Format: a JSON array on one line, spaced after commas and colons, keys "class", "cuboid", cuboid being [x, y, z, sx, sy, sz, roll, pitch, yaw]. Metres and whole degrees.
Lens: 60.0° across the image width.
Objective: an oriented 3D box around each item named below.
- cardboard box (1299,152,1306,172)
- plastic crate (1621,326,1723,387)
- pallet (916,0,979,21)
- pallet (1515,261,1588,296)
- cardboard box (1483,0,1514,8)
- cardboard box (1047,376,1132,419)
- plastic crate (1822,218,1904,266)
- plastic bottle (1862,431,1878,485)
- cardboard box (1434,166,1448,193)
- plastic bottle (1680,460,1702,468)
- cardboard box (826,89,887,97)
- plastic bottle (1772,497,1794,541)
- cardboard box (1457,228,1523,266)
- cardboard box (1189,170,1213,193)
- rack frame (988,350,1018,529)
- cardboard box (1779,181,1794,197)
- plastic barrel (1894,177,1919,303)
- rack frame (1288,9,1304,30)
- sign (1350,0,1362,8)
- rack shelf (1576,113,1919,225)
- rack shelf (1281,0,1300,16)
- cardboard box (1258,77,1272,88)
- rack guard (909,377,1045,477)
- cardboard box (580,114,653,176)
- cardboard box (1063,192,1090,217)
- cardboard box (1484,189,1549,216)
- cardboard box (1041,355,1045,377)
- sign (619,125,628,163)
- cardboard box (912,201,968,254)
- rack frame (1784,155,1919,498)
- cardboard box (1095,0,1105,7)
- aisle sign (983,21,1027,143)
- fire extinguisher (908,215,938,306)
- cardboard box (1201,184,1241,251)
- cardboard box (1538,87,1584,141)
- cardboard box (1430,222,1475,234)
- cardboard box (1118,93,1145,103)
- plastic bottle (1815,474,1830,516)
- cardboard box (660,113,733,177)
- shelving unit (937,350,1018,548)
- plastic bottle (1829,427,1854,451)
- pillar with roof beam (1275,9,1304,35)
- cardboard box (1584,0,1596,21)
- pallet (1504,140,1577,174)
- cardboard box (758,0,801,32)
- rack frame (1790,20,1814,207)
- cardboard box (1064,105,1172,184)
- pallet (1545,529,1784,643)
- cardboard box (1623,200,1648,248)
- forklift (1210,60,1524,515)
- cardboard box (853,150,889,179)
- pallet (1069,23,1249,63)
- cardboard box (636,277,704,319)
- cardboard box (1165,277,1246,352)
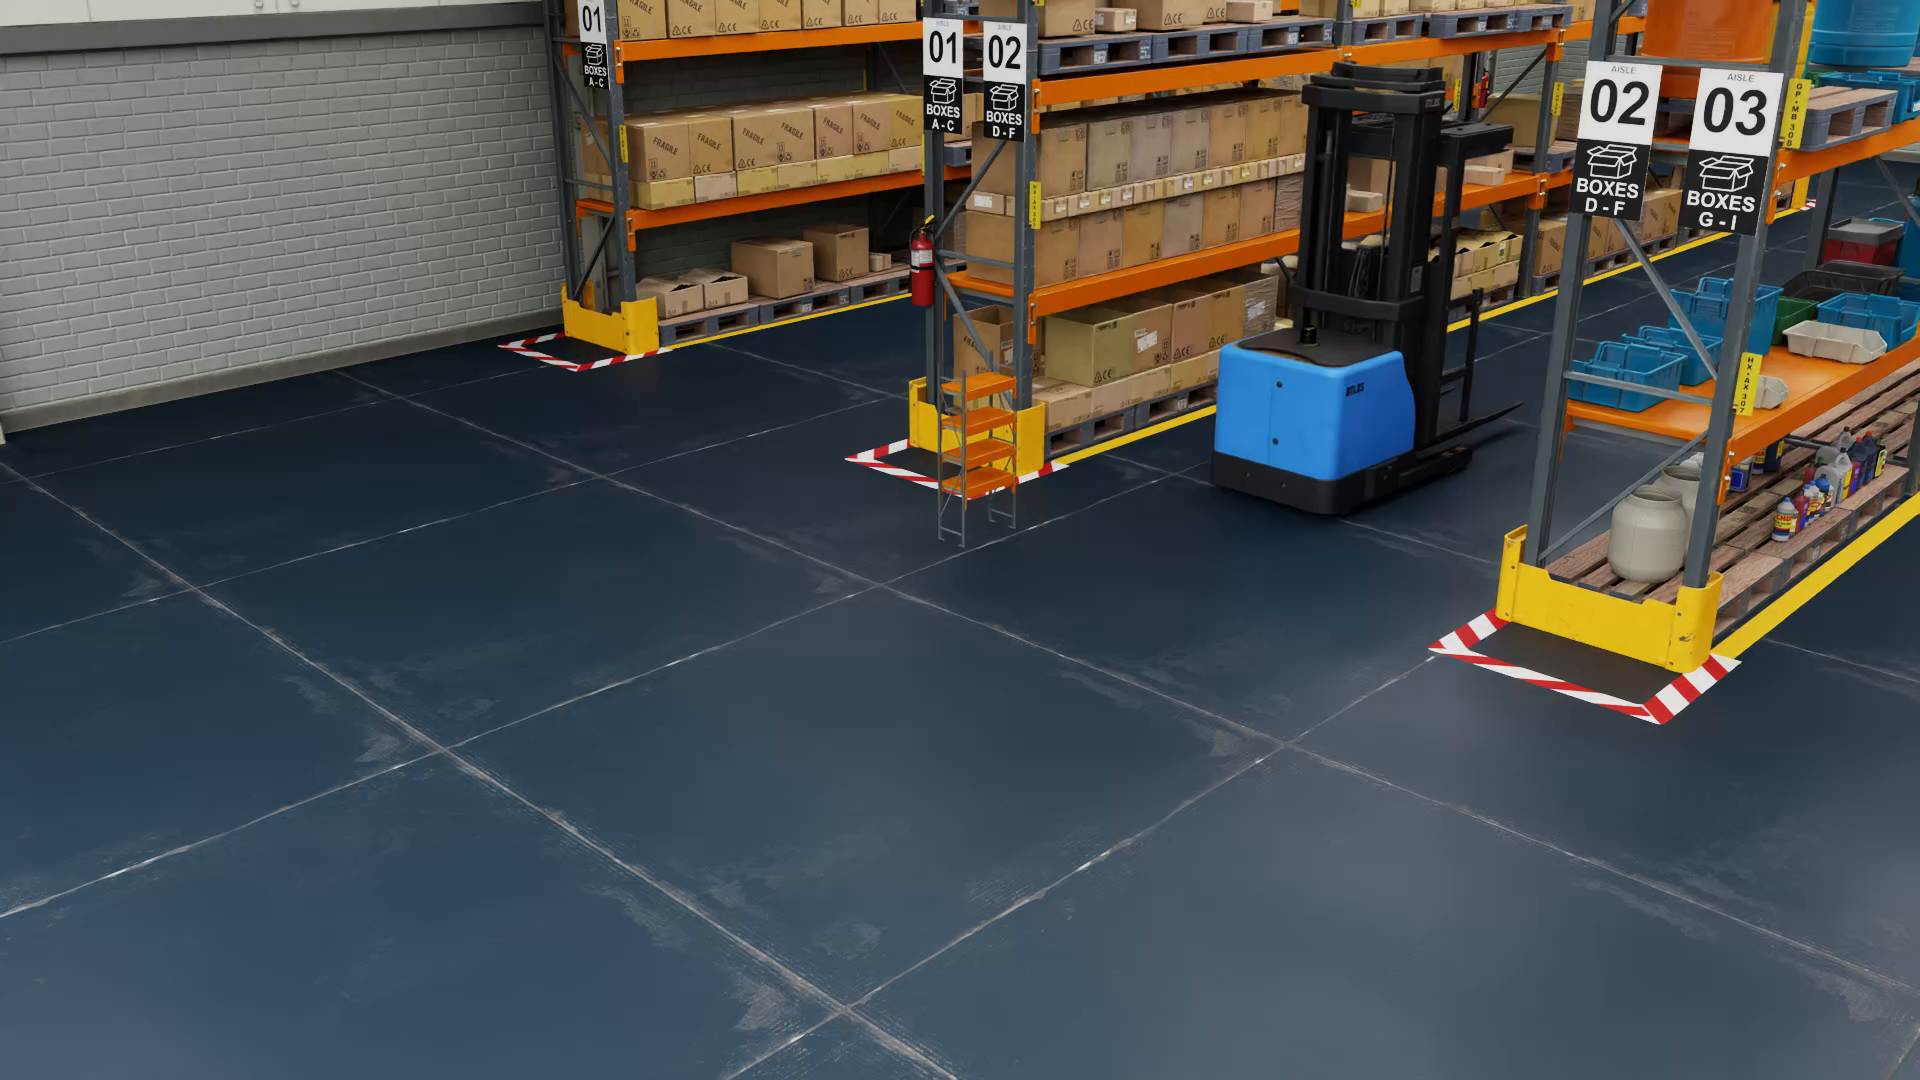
[{"class": "cardboard box", "cuboid": [2.889, -3.310, 14.461, 0.380, 0.149, 0.250, 19, 28, 41]}, {"class": "plastic crate", "cuboid": [4.273, -1.115, 10.001, 0.499, 0.251, 0.408, 19, 28, 41]}, {"class": "pallet", "cuboid": [-0.120, -5.767, 17.979, 1.213, 0.211, 1.003, 19, 28, 41]}, {"class": "pallet", "cuboid": [6.263, -2.993, 18.567, 1.003, 0.211, 1.213, 19, 28, 41]}, {"class": "cardboard box", "cuboid": [5.087, -5.368, 16.303, 0.500, 0.250, 0.500, -19, 28, -41]}, {"class": "cardboard box", "cuboid": [1.014, -1.180, 13.210, 0.500, 0.250, 0.500, 19, 28, 41]}, {"class": "plastic crate", "cuboid": [6.590, -2.074, 12.200, 0.402, 0.464, 0.583, 19, 28, 41]}, {"class": "plastic bottle", "cuboid": [6.229, -0.574, 11.467, 0.144, 0.351, 0.185, 18, 28, 39]}, {"class": "cardboard box", "cuboid": [4.557, -3.723, 16.441, 0.500, 0.500, 0.500, 17, 27, 38]}, {"class": "plastic bottle", "cuboid": [4.844, -0.389, 11.088, 0.152, 0.276, 0.135, 20, 28, 41]}, {"class": "cardboard box", "cuboid": [-1.104, -4.543, 17.850, 0.500, 0.500, 0.500, 18, 28, 39]}, {"class": "plastic bottle", "cuboid": [5.169, -0.135, 10.434, 0.097, 0.271, 0.097, 0, 21, 0]}, {"class": "cardboard box", "cuboid": [5.526, -3.090, 17.399, 0.500, 0.311, 0.500, -19, 28, -41]}, {"class": "cardboard box", "cuboid": [1.819, -2.915, 13.433, 0.250, 0.149, 0.380, -19, 28, -40]}, {"class": "rack frame", "cuboid": [0.286, -0.665, 11.133, 0.240, 1.200, 0.015, 19, 28, 41]}, {"class": "cardboard box", "cuboid": [11.093, -5.006, 22.788, 0.500, 0.500, 0.500, 19, 28, 41]}, {"class": "plastic barrel", "cuboid": [6.958, -2.101, 11.660, 0.600, 0.901, 0.708, 19, 28, 41]}, {"class": "rack frame", "cuboid": [4.954, -6.379, 23.490, 1.000, 3.000, 0.127, 19, 28, 41]}, {"class": "sign", "cuboid": [3.324, -4.624, 13.911, 0.100, 0.325, 0.005, 19, 28, 41]}, {"class": "rack shelf", "cuboid": [5.076, -2.393, 9.942, 1.077, 0.370, 4.000, 19, 28, 41]}, {"class": "rack shelf", "cuboid": [3.559, -6.929, 21.744, 1.077, 0.370, 4.000, 19, 28, 41]}, {"class": "cardboard box", "cuboid": [3.763, -6.002, 21.927, 0.500, 0.500, 0.500, -19, 28, -41]}, {"class": "rack guard", "cuboid": [0.118, -0.883, 12.674, 1.175, 0.500, 0.348, 19, 28, 41]}, {"class": "cardboard box", "cuboid": [-3.241, -3.758, 15.807, 0.500, 0.500, 0.500, 19, 28, 40]}, {"class": "cardboard box", "cuboid": [0.745, -2.521, 12.408, 0.380, 0.149, 0.250, 18, 28, 39]}, {"class": "cardboard box", "cuboid": [6.236, -3.815, 18.646, 0.500, 0.250, 0.500, -19, 28, -40]}, {"class": "cardboard box", "cuboid": [0.637, -1.311, 13.553, 0.500, 0.250, 0.500, 19, 28, 41]}, {"class": "sign", "cuboid": [-3.028, -3.563, 14.956, 0.100, 0.325, 0.005, 19, 28, 41]}, {"class": "cardboard box", "cuboid": [-0.125, -3.555, 19.013, 0.500, 0.500, 0.700, -19, 28, -40]}, {"class": "rack frame", "cuboid": [6.471, -1.843, 11.689, 1.000, 3.000, 0.127, 19, 28, 41]}, {"class": "cardboard box", "cuboid": [0.749, -4.009, 12.572, 0.500, 0.250, 0.500, 19, 28, 41]}, {"class": "aisle sign", "cuboid": [0.308, -3.175, 11.532, 0.394, 0.787, 0.004, 19, 28, 41]}, {"class": "fire extinguisher", "cuboid": [-0.281, -2.105, 12.479, 0.296, 0.674, 0.183, 19, 28, 41]}, {"class": "cardboard box", "cuboid": [1.904, -2.750, 13.908, 0.500, 0.500, 0.700, -20, 28, -41]}, {"class": "cardboard box", "cuboid": [6.849, -4.732, 18.481, 0.500, 0.500, 0.700, -14, 25, -32]}, {"class": "cardboard box", "cuboid": [5.140, -3.225, 17.750, 0.500, 0.311, 0.500, -19, 28, -40]}, {"class": "cardboard box", "cuboid": [1.843, -5.480, 20.397, 0.700, 0.500, 0.500, 15, 26, 35]}, {"class": "plastic bottle", "cuboid": [5.619, -0.301, 10.866, 0.097, 0.271, 0.097, 0, 21, 0]}, {"class": "cardboard box", "cuboid": [-2.517, -3.756, 15.801, 0.500, 0.500, 0.500, 19, 28, 41]}, {"class": "shelving unit", "cuboid": [0.115, -0.603, 10.970, 0.258, 1.200, 0.503, 19, 28, 41]}, {"class": "plastic bottle", "cuboid": [6.125, -0.610, 11.561, 0.144, 0.351, 0.185, 19, 28, 41]}, {"class": "pillar with roof beam", "cuboid": [7.907, -8.498, 20.642, 9.100, 9.000, 0.400, 19, 28, 41]}, {"class": "cardboard box", "cuboid": [6.351, -5.810, 17.691, 0.910, 0.500, 0.500, 19, 28, 41]}, {"class": "pallet", "cuboid": [6.138, -4.214, 18.125, 1.213, 0.211, 1.003, 19, 28, 41]}, {"class": "cardboard box", "cuboid": [-1.887, -5.181, 16.024, 0.500, 0.500, 0.500, -18, 27, -39]}, {"class": "rack frame", "cuboid": [11.296, -6.168, 22.942, 1.000, 3.000, 0.127, 19, 28, 41]}, {"class": "cardboard box", "cuboid": [1.220, -3.105, 13.023, 0.700, 0.500, 0.500, 19, 28, 41]}, {"class": "pallet", "cuboid": [4.271, 0.248, 10.135, 1.003, 0.211, 1.213, 19, 28, 41]}, {"class": "cardboard box", "cuboid": [7.666, -3.726, 19.460, 0.500, 0.500, 0.500, 20, 29, 41]}, {"class": "forklift", "cuboid": [3.207, -1.973, 12.123, 3.031, 2.935, 1.130, -19, 28, -41]}, {"class": "cardboard box", "cuboid": [-1.094, -3.938, 17.321, 0.500, 0.250, 0.500, 19, 28, 41]}, {"class": "pallet", "cuboid": [1.498, -3.905, 12.995, 1.003, 0.211, 1.213, 19, 28, 41]}, {"class": "cardboard box", "cuboid": [-2.870, -2.400, 16.272, 0.500, 0.311, 0.500, 15, 26, 35]}, {"class": "cardboard box", "cuboid": [2.055, -1.917, 14.084, 0.500, 0.500, 0.500, 19, 28, 41]}]
